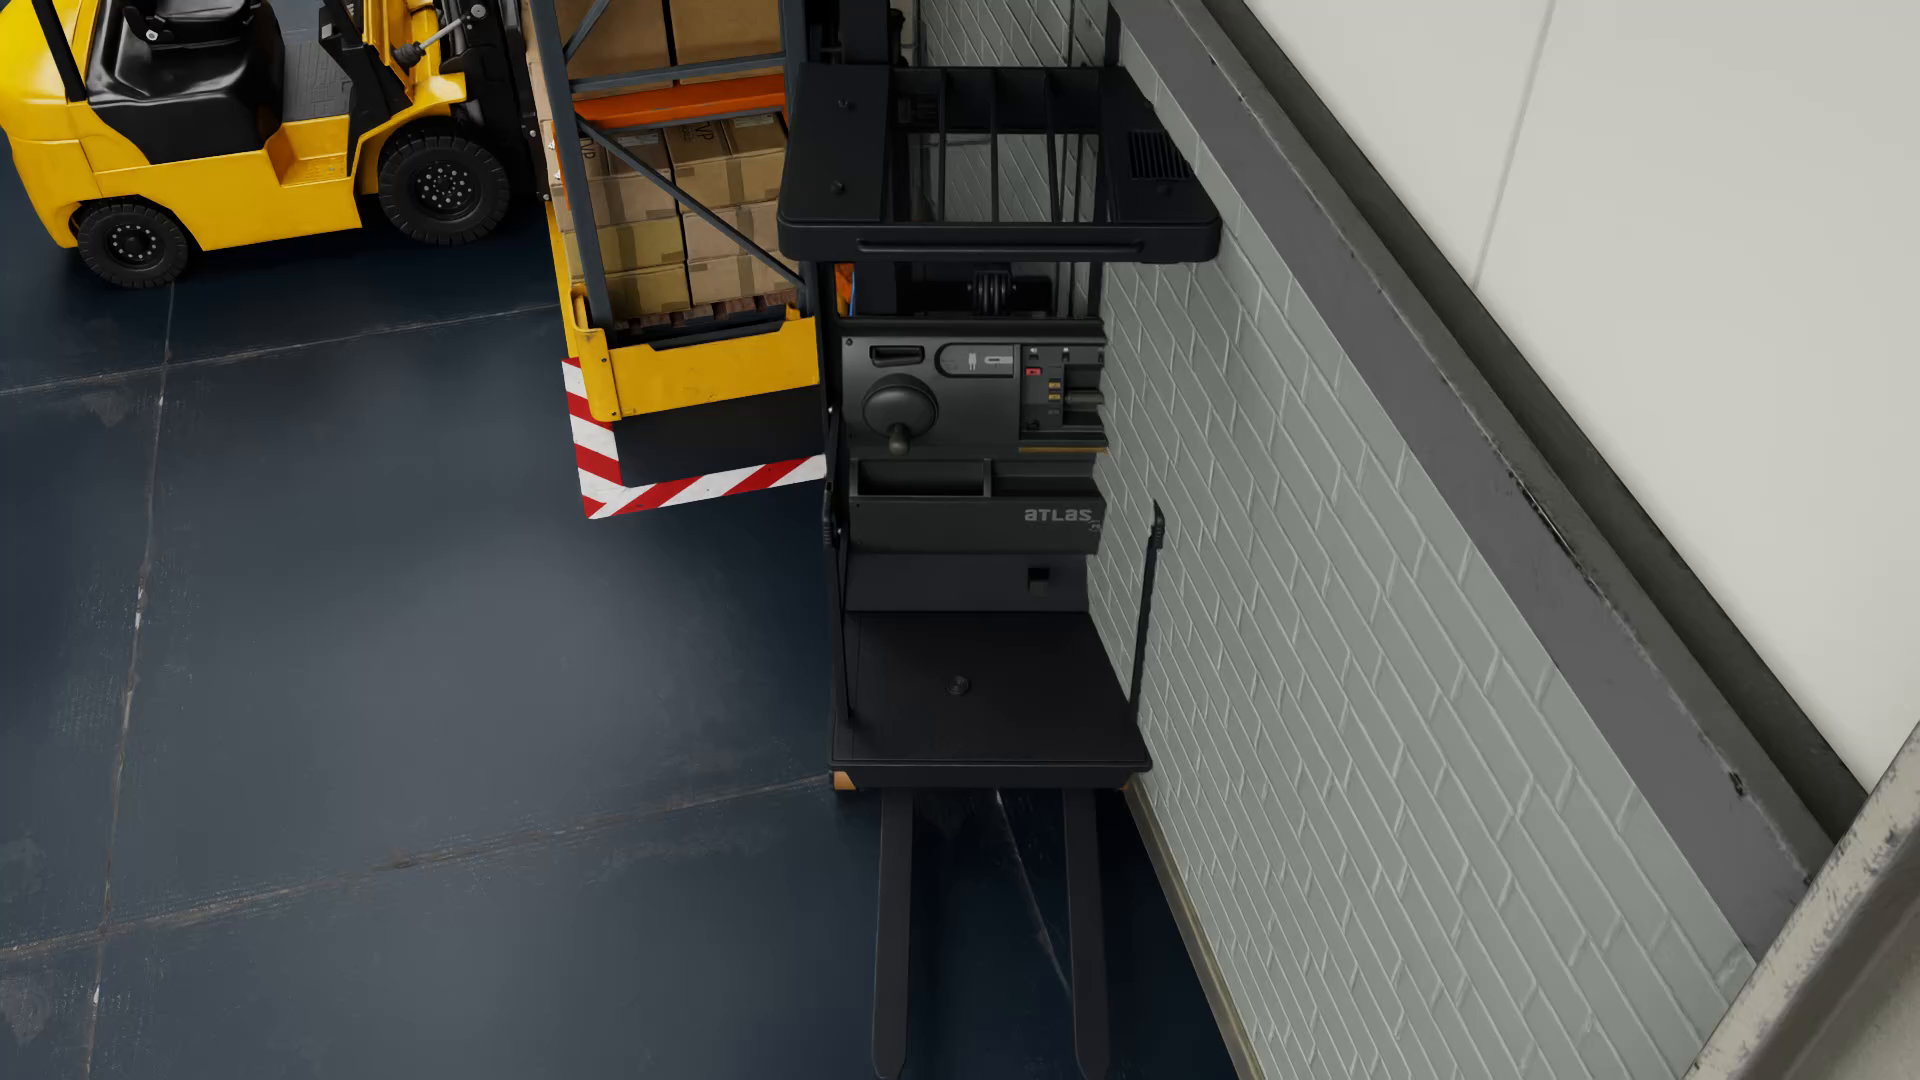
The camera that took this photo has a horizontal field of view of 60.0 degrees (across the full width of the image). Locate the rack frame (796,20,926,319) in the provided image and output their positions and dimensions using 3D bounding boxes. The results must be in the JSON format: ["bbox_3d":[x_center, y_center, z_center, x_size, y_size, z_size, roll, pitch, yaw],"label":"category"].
[{"bbox_3d":[-0.442,-1.488,7.181,0.500,1.500,0.032,-9,37,-22],"label":"rack frame"}]

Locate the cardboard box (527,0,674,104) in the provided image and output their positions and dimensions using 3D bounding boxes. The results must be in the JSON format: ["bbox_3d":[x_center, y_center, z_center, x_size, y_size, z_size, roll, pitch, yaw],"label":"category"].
[{"bbox_3d":[-1.464,-2.123,6.660,0.500,0.500,0.500,-12,47,-11],"label":"cardboard box"}]

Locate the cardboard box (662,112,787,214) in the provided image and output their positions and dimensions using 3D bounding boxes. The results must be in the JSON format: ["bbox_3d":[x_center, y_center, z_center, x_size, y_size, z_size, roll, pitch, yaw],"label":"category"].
[{"bbox_3d":[-1.024,-1.697,7.244,0.500,0.250,0.500,-11,47,-11],"label":"cardboard box"}]

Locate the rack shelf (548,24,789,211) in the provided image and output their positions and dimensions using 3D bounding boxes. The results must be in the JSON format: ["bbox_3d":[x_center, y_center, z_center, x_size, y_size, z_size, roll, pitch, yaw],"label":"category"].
[{"bbox_3d":[-1.596,-2.925,8.020,1.077,0.370,4.000,-11,47,-10],"label":"rack shelf"}]

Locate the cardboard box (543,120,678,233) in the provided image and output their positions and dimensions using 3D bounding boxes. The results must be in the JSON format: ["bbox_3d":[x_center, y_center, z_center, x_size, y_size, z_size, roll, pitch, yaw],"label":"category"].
[{"bbox_3d":[-1.504,-1.592,7.141,0.500,0.250,0.500,-9,46,-9],"label":"cardboard box"}]

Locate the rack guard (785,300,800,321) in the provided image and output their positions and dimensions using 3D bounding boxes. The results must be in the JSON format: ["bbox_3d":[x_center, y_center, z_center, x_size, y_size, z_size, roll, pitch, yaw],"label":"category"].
[{"bbox_3d":[-0.504,-0.975,7.533,0.587,0.250,0.087,-9,37,-22],"label":"rack guard"}]

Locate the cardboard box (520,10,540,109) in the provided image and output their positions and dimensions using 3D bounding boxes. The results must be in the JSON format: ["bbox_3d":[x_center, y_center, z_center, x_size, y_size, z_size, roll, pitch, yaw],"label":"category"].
[{"bbox_3d":[-1.779,-2.290,7.825,0.500,0.250,0.500,-10,46,-10],"label":"cardboard box"}]

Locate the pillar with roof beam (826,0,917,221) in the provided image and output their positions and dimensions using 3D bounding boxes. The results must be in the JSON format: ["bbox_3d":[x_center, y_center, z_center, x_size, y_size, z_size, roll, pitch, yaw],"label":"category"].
[{"bbox_3d":[-4.553,-3.754,4.129,9.100,9.000,0.400,-11,47,-10],"label":"pillar with roof beam"}]

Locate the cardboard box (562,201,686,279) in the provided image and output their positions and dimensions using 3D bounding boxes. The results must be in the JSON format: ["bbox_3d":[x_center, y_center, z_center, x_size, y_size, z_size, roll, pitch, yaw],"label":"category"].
[{"bbox_3d":[-1.511,-1.435,7.337,0.500,0.250,0.500,-11,47,-11],"label":"cardboard box"}]

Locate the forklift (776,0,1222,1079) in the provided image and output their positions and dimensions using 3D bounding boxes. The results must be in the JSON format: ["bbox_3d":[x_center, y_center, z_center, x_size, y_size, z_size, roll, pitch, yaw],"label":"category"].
[{"bbox_3d":[0.099,-0.368,5.059,1.130,2.935,3.031,0,46,0],"label":"forklift"}]

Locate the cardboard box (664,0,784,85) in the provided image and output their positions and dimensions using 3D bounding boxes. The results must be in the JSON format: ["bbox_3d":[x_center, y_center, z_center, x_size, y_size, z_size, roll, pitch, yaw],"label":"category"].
[{"bbox_3d":[-0.943,-2.224,6.759,0.500,0.500,0.500,-9,46,-9],"label":"cardboard box"}]

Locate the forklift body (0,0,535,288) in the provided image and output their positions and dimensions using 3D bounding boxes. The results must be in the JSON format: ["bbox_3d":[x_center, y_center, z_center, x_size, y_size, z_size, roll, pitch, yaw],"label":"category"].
[{"bbox_3d":[-3.333,-2.475,7.669,2.313,2.155,1.214,-11,47,-10],"label":"forklift body"}]

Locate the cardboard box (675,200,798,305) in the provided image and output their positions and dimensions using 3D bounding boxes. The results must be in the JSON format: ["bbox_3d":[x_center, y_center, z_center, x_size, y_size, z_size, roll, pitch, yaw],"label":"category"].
[{"bbox_3d":[-1.021,-1.356,7.609,0.500,0.250,0.500,-11,47,-10],"label":"cardboard box"}]

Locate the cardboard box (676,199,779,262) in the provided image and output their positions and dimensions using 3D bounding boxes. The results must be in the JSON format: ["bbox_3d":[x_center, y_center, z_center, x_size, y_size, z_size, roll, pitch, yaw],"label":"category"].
[{"bbox_3d":[-1.004,-1.518,7.419,0.500,0.250,0.500,-10,46,-10],"label":"cardboard box"}]

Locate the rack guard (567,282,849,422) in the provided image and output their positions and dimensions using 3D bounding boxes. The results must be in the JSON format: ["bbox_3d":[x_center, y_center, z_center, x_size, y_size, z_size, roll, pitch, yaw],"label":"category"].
[{"bbox_3d":[-1.078,-0.905,7.287,1.175,0.500,0.348,-11,47,-10],"label":"rack guard"}]

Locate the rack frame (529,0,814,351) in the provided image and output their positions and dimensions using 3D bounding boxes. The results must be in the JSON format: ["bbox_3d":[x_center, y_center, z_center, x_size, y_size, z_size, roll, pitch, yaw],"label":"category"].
[{"bbox_3d":[-1.084,-1.796,6.410,1.000,3.000,0.127,-11,47,-10],"label":"rack frame"}]

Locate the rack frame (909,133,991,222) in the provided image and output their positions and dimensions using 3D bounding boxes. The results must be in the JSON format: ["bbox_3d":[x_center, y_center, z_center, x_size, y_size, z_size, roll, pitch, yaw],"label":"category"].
[{"bbox_3d":[-0.052,-0.923,6.431,0.500,1.500,0.032,-9,37,-22],"label":"rack frame"}]

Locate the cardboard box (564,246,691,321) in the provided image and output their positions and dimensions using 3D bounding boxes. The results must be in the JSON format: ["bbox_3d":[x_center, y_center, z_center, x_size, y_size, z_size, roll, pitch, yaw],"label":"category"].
[{"bbox_3d":[-1.510,-1.247,7.503,0.500,0.250,0.500,-10,46,-10],"label":"cardboard box"}]

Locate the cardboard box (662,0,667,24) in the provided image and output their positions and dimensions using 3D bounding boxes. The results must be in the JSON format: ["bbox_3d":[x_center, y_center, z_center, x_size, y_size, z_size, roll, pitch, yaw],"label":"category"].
[{"bbox_3d":[-1.097,-2.580,7.108,0.500,0.500,0.500,-9,46,-9],"label":"cardboard box"}]

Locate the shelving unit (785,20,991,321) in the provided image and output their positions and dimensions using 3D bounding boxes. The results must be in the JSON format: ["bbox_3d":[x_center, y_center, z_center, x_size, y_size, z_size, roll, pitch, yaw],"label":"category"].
[{"bbox_3d":[-0.251,-1.210,6.812,0.587,1.500,1.083,-9,37,-22],"label":"shelving unit"}]

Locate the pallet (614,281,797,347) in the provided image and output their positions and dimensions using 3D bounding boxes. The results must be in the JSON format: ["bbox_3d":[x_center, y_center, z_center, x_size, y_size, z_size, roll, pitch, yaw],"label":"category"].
[{"bbox_3d":[-1.321,-1.341,7.916,1.003,0.211,1.213,-11,47,-10],"label":"pallet"}]

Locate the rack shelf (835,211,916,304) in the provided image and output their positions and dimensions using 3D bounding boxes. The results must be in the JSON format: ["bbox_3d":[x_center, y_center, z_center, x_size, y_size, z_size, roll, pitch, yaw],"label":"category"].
[{"bbox_3d":[-0.265,-1.058,6.907,0.538,0.185,1.000,-9,37,-22],"label":"rack shelf"}]

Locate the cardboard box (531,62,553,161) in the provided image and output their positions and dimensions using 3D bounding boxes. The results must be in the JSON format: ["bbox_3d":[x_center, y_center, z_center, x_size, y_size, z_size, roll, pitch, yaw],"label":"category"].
[{"bbox_3d":[-1.640,-1.943,7.485,0.500,0.250,0.500,-10,46,-10],"label":"cardboard box"}]

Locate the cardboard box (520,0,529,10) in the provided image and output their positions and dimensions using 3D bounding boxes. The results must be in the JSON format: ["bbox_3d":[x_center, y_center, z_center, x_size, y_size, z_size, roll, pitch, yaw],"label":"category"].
[{"bbox_3d":[-1.901,-2.641,8.169,0.500,0.250,0.500,-12,47,-11],"label":"cardboard box"}]
